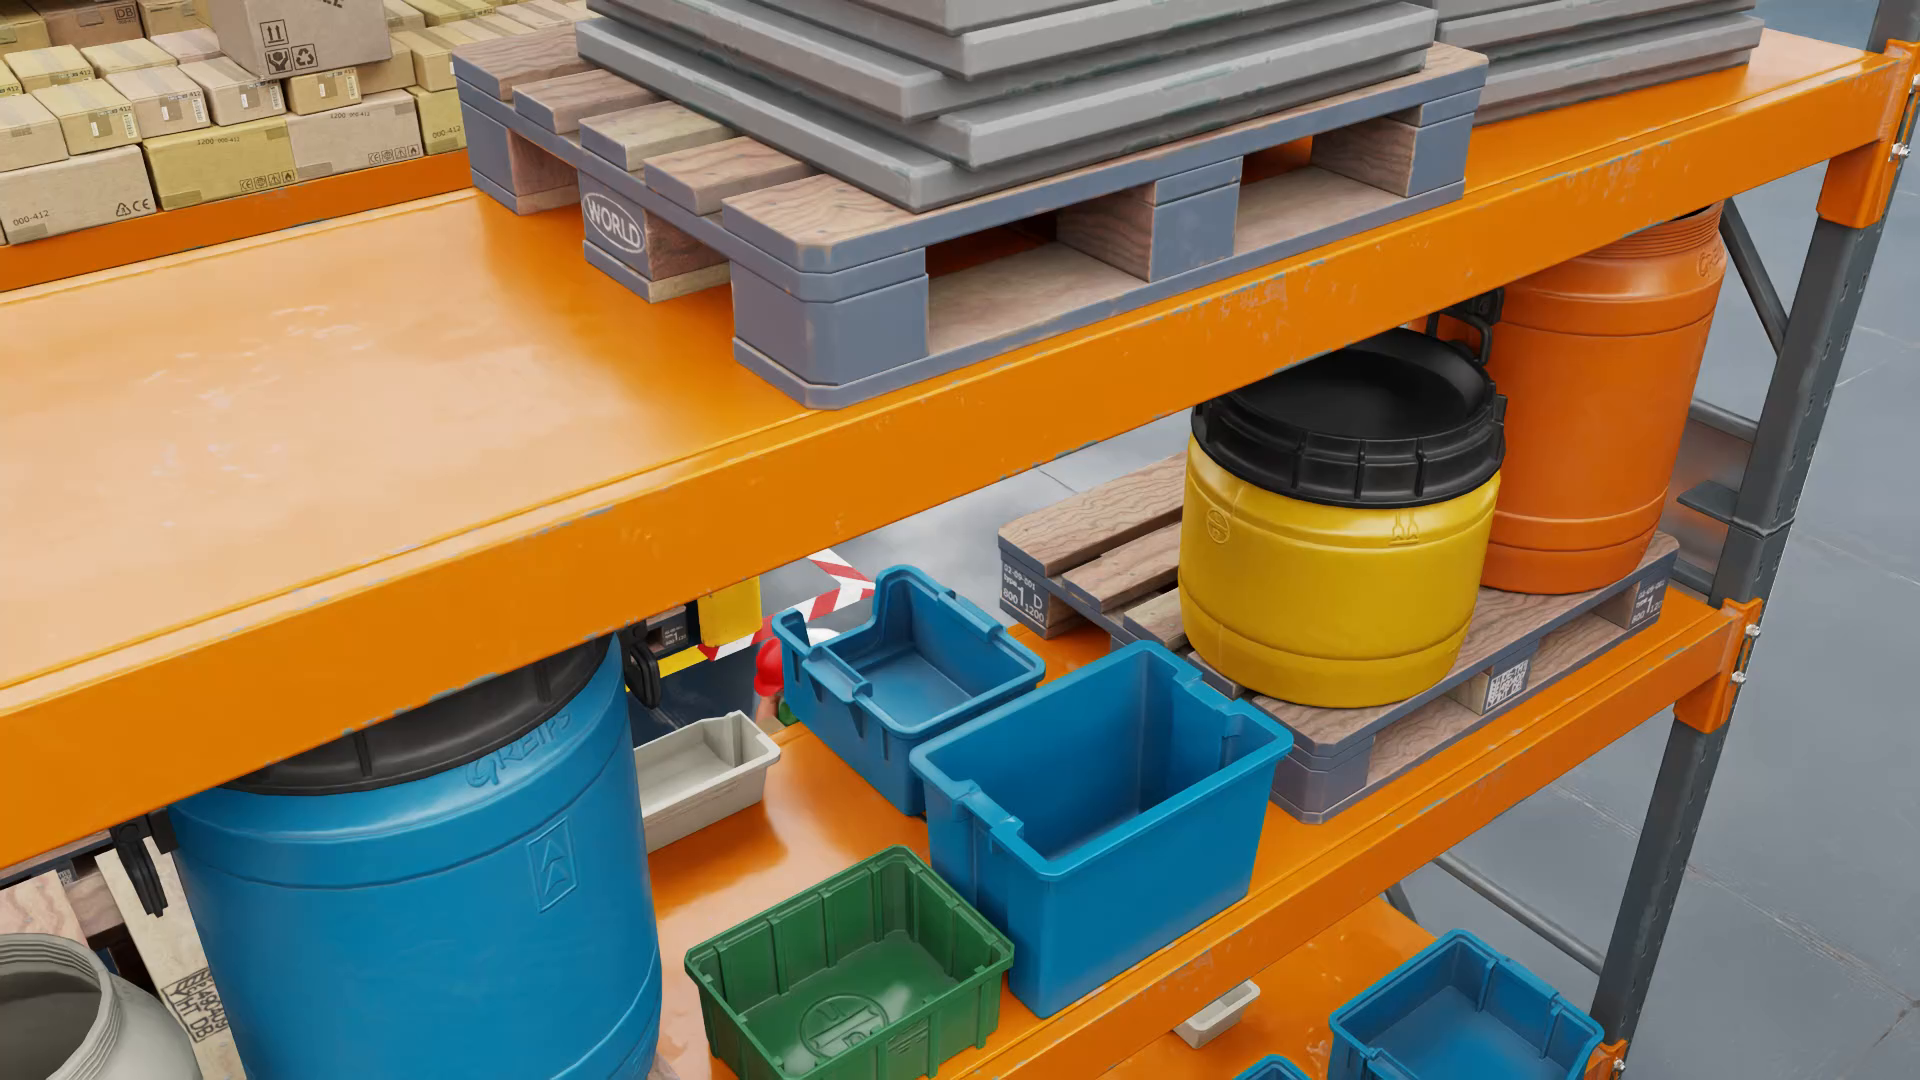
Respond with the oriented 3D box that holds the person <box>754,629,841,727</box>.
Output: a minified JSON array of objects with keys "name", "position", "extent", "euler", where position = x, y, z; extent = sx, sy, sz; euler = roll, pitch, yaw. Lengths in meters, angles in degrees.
[{"name":"person","position":[-0.588,0.731,7.363],"extent":[0.879,0.993,0.531],"euler":[-23,38,-32]}]
